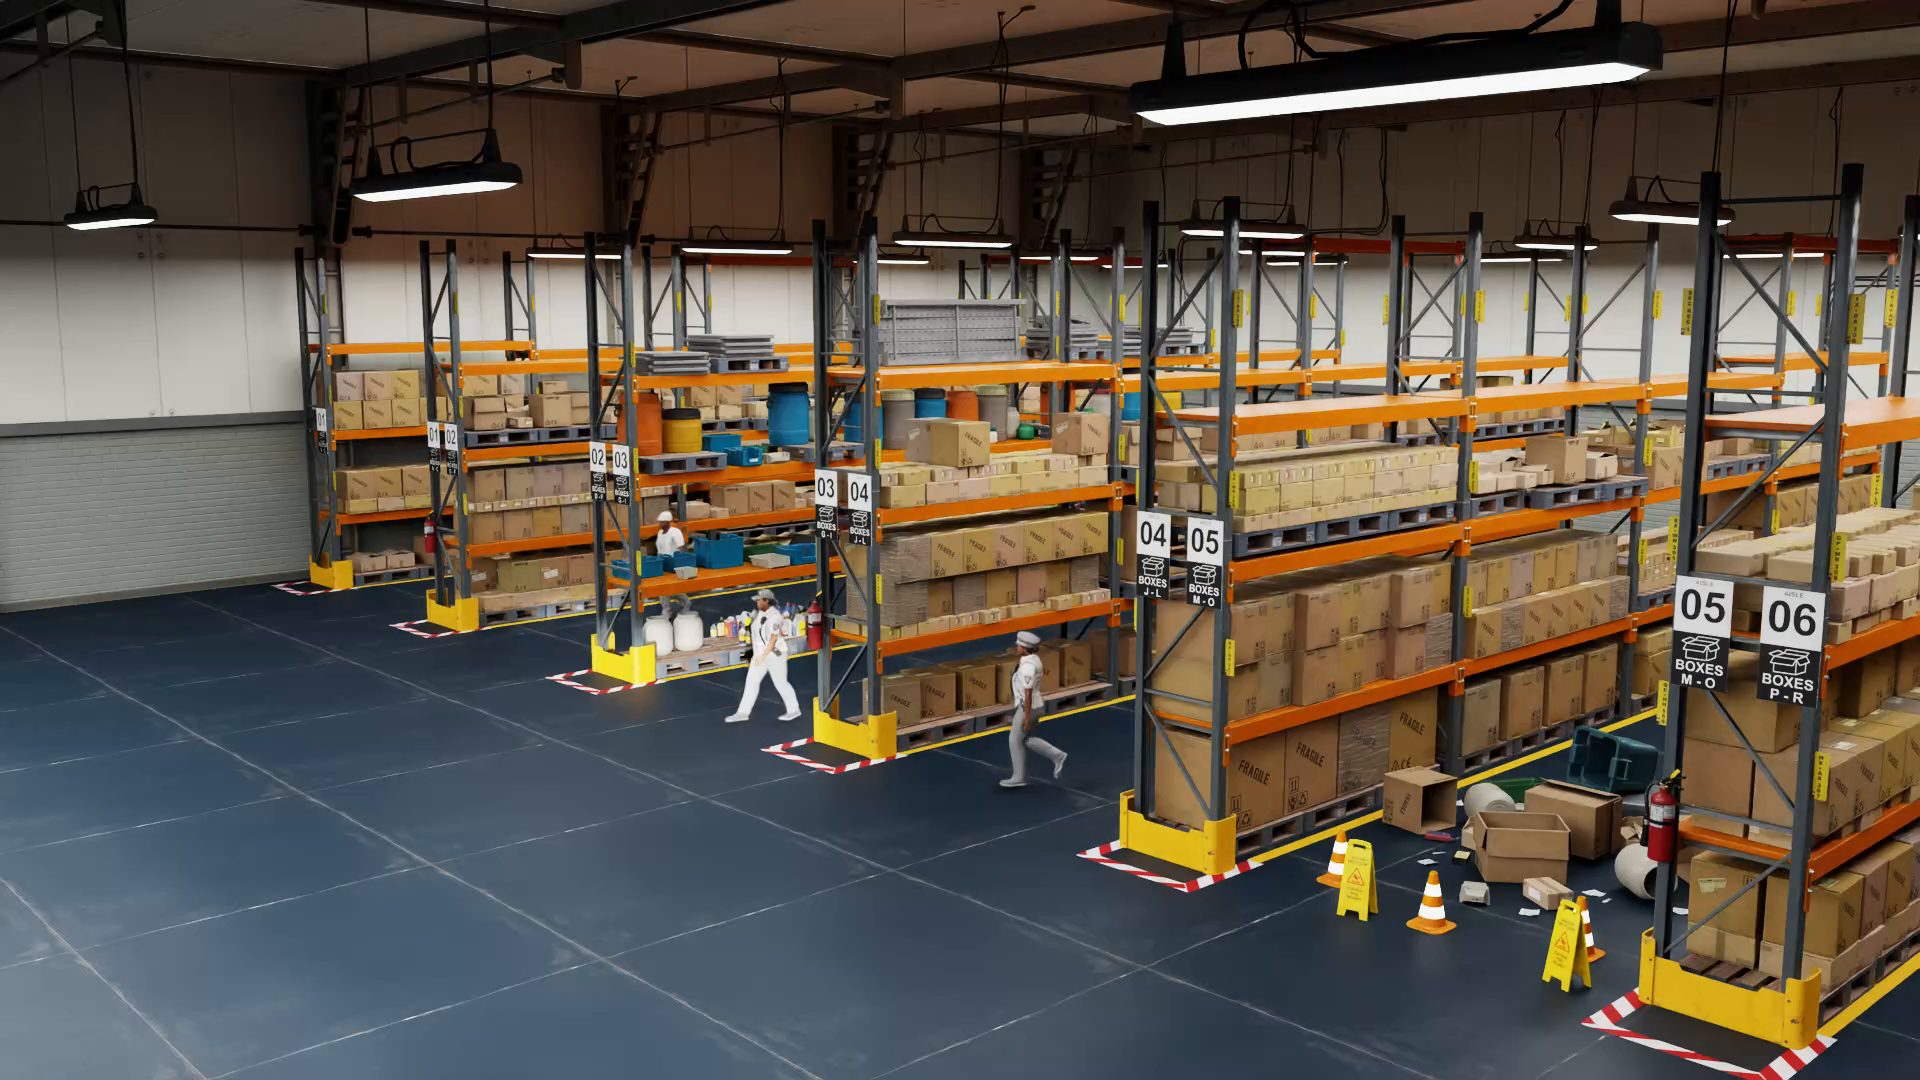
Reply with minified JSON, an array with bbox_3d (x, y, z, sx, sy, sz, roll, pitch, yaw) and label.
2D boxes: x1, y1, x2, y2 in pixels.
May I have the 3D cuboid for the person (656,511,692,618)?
[{"bbox_3d":[-4.625,0.400,26.736,0.672,1.745,0.617,8,12,44],"label":"person"}]

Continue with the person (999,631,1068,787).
[{"bbox_3d":[0.779,1.781,17.510,0.711,1.657,0.478,1,8,8],"label":"person"}]

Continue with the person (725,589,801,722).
[{"bbox_3d":[-2.390,1.405,20.118,0.945,1.622,0.507,-6,10,-37],"label":"person"}]
